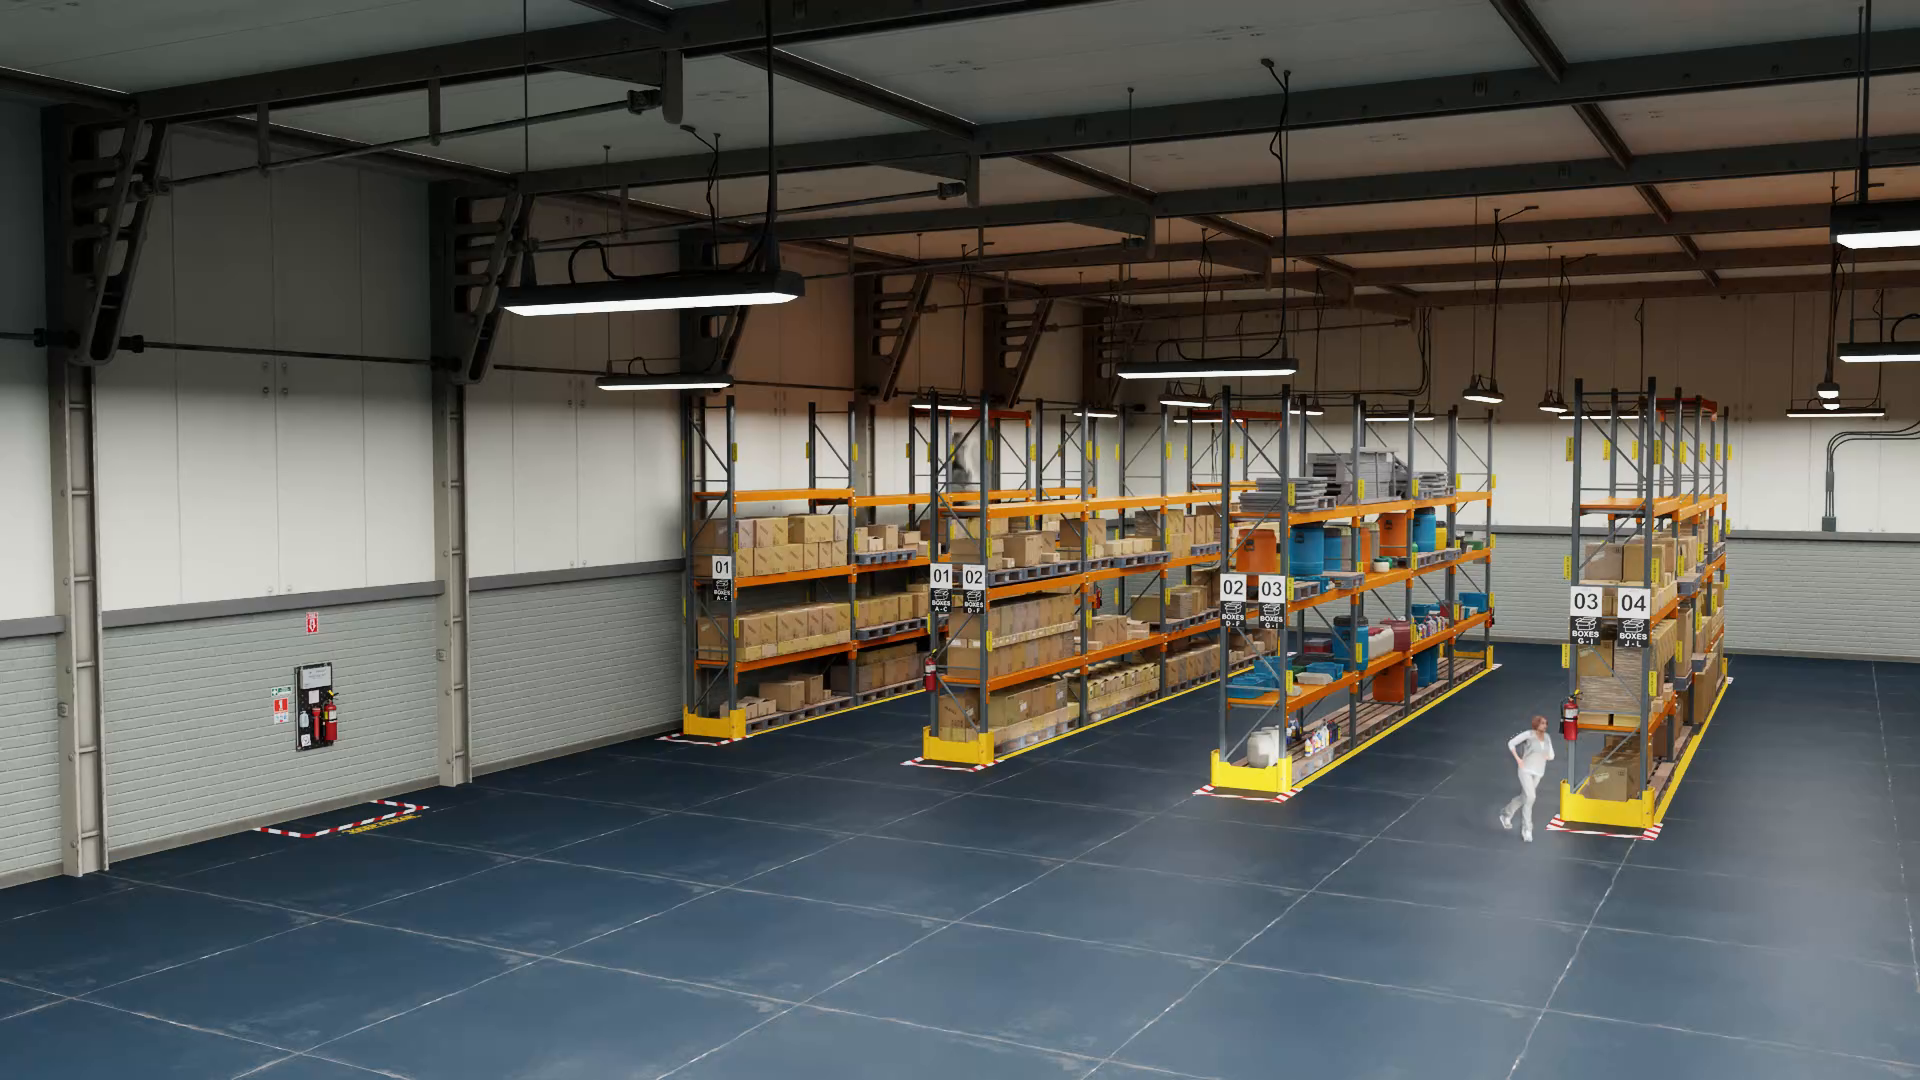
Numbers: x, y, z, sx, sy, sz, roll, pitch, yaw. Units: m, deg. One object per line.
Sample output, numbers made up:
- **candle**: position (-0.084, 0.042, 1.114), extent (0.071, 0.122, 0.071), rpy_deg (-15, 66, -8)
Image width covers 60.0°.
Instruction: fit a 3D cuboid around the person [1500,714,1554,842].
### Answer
- **person**: position (7.447, 3.087, 21.776), extent (0.573, 1.609, 0.723), rpy_deg (-1, 3, -22)
